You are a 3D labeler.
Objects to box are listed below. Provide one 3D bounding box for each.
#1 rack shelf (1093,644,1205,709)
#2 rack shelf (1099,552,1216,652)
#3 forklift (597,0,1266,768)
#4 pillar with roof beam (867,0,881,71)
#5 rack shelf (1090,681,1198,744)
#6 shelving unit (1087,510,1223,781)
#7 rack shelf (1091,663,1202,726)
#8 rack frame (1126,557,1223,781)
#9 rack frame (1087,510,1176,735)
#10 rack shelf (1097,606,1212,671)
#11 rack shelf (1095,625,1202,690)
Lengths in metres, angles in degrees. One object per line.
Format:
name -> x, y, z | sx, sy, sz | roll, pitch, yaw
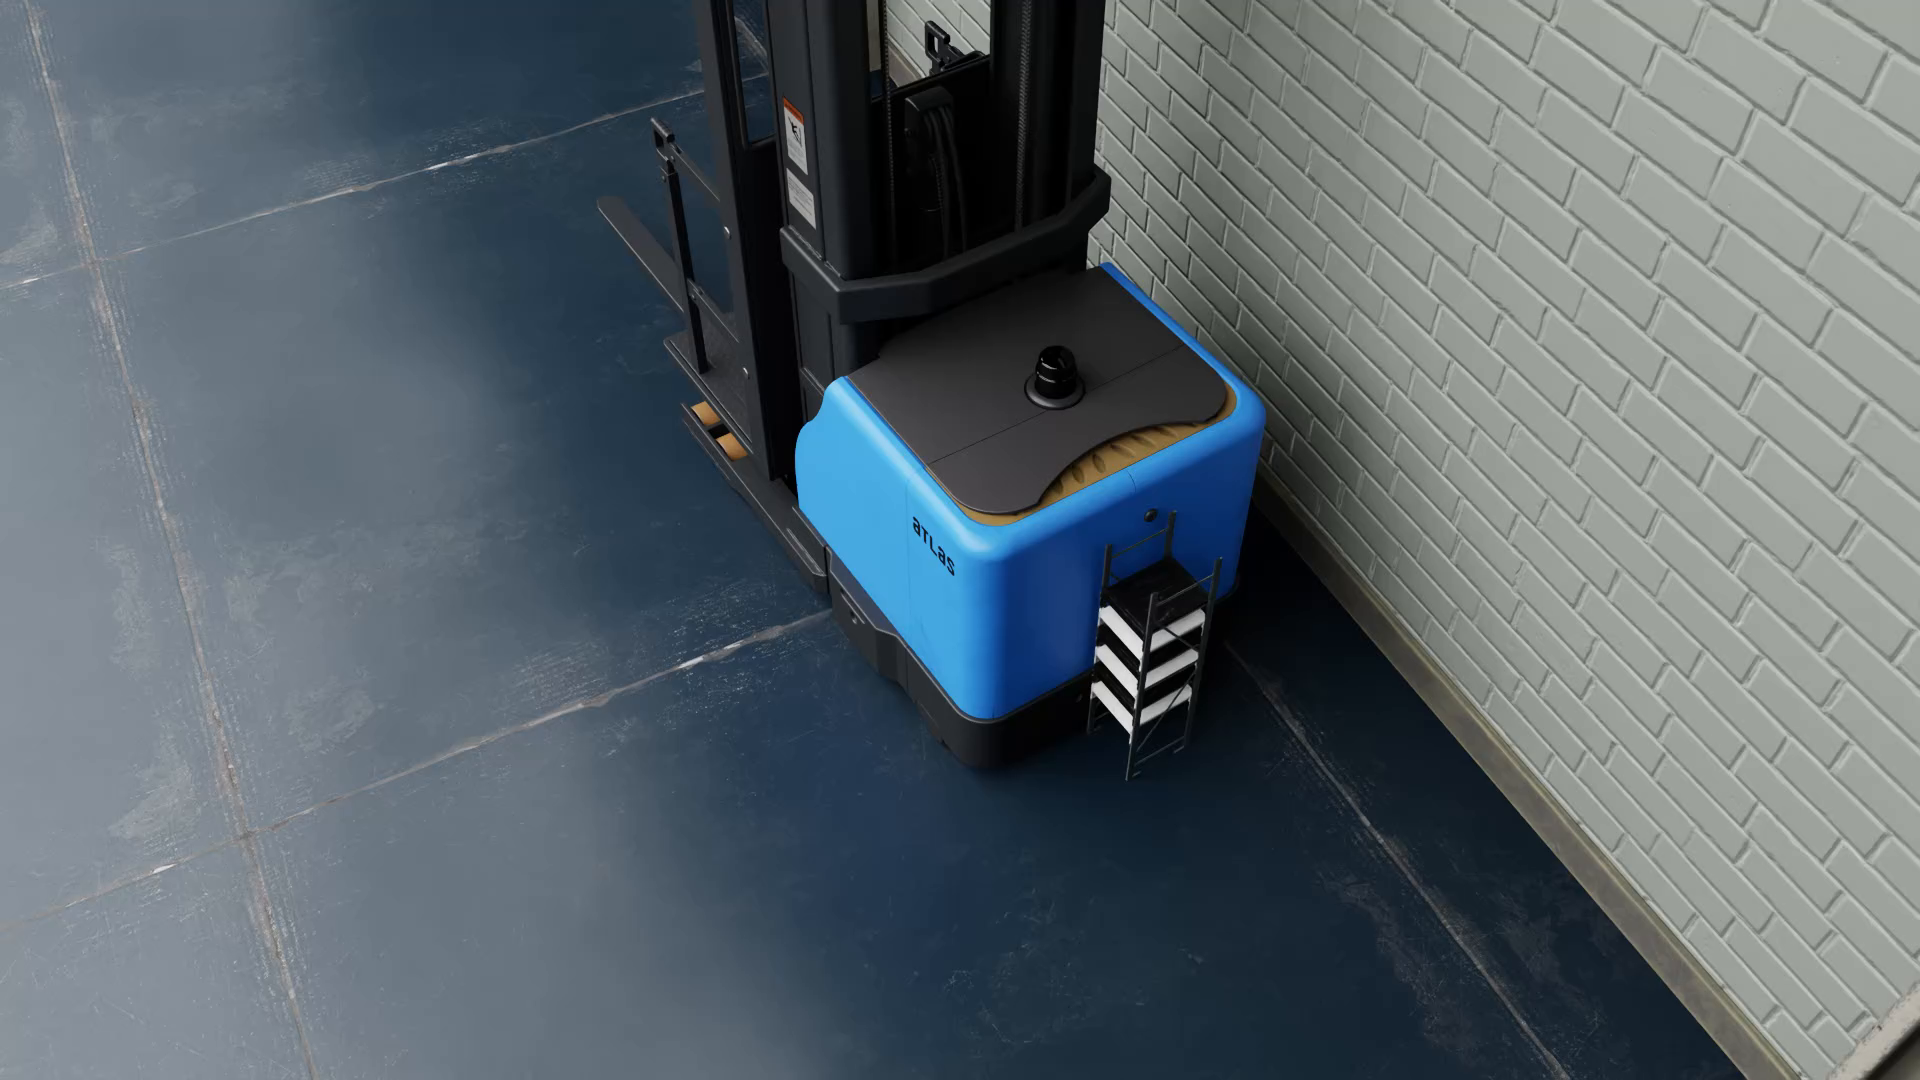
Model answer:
rack shelf -> 0.555, 0.351, 4.890 | 0.258, 0.077, 0.200 | -26, 54, -21
rack shelf -> 0.555, 0.173, 4.687 | 0.258, 0.077, 0.200 | -26, 54, -21
forklift -> -0.345, -1.362, 4.994 | 1.130, 2.935, 3.031 | -26, 54, -21
pillar with roof beam -> -4.382, -3.747, 3.049 | 9.100, 9.000, 0.400 | -21, 52, -18
rack shelf -> 0.555, 0.469, 5.025 | 0.258, 0.077, 0.200 | -26, 54, -21
shelving unit -> 0.555, 0.329, 4.865 | 0.258, 0.900, 0.210 | -26, 54, -21
rack shelf -> 0.555, 0.410, 4.958 | 0.258, 0.077, 0.200 | -26, 54, -21
rack frame -> 0.611, 0.393, 4.809 | 0.240, 0.900, 0.006 | -26, 54, -21
rack frame -> 0.500, 0.265, 4.921 | 0.240, 0.900, 0.006 | -26, 54, -21
rack shelf -> 0.555, 0.232, 4.754 | 0.258, 0.077, 0.200 | -26, 54, -21
rack shelf -> 0.555, 0.291, 4.822 | 0.258, 0.077, 0.200 | -26, 54, -21
